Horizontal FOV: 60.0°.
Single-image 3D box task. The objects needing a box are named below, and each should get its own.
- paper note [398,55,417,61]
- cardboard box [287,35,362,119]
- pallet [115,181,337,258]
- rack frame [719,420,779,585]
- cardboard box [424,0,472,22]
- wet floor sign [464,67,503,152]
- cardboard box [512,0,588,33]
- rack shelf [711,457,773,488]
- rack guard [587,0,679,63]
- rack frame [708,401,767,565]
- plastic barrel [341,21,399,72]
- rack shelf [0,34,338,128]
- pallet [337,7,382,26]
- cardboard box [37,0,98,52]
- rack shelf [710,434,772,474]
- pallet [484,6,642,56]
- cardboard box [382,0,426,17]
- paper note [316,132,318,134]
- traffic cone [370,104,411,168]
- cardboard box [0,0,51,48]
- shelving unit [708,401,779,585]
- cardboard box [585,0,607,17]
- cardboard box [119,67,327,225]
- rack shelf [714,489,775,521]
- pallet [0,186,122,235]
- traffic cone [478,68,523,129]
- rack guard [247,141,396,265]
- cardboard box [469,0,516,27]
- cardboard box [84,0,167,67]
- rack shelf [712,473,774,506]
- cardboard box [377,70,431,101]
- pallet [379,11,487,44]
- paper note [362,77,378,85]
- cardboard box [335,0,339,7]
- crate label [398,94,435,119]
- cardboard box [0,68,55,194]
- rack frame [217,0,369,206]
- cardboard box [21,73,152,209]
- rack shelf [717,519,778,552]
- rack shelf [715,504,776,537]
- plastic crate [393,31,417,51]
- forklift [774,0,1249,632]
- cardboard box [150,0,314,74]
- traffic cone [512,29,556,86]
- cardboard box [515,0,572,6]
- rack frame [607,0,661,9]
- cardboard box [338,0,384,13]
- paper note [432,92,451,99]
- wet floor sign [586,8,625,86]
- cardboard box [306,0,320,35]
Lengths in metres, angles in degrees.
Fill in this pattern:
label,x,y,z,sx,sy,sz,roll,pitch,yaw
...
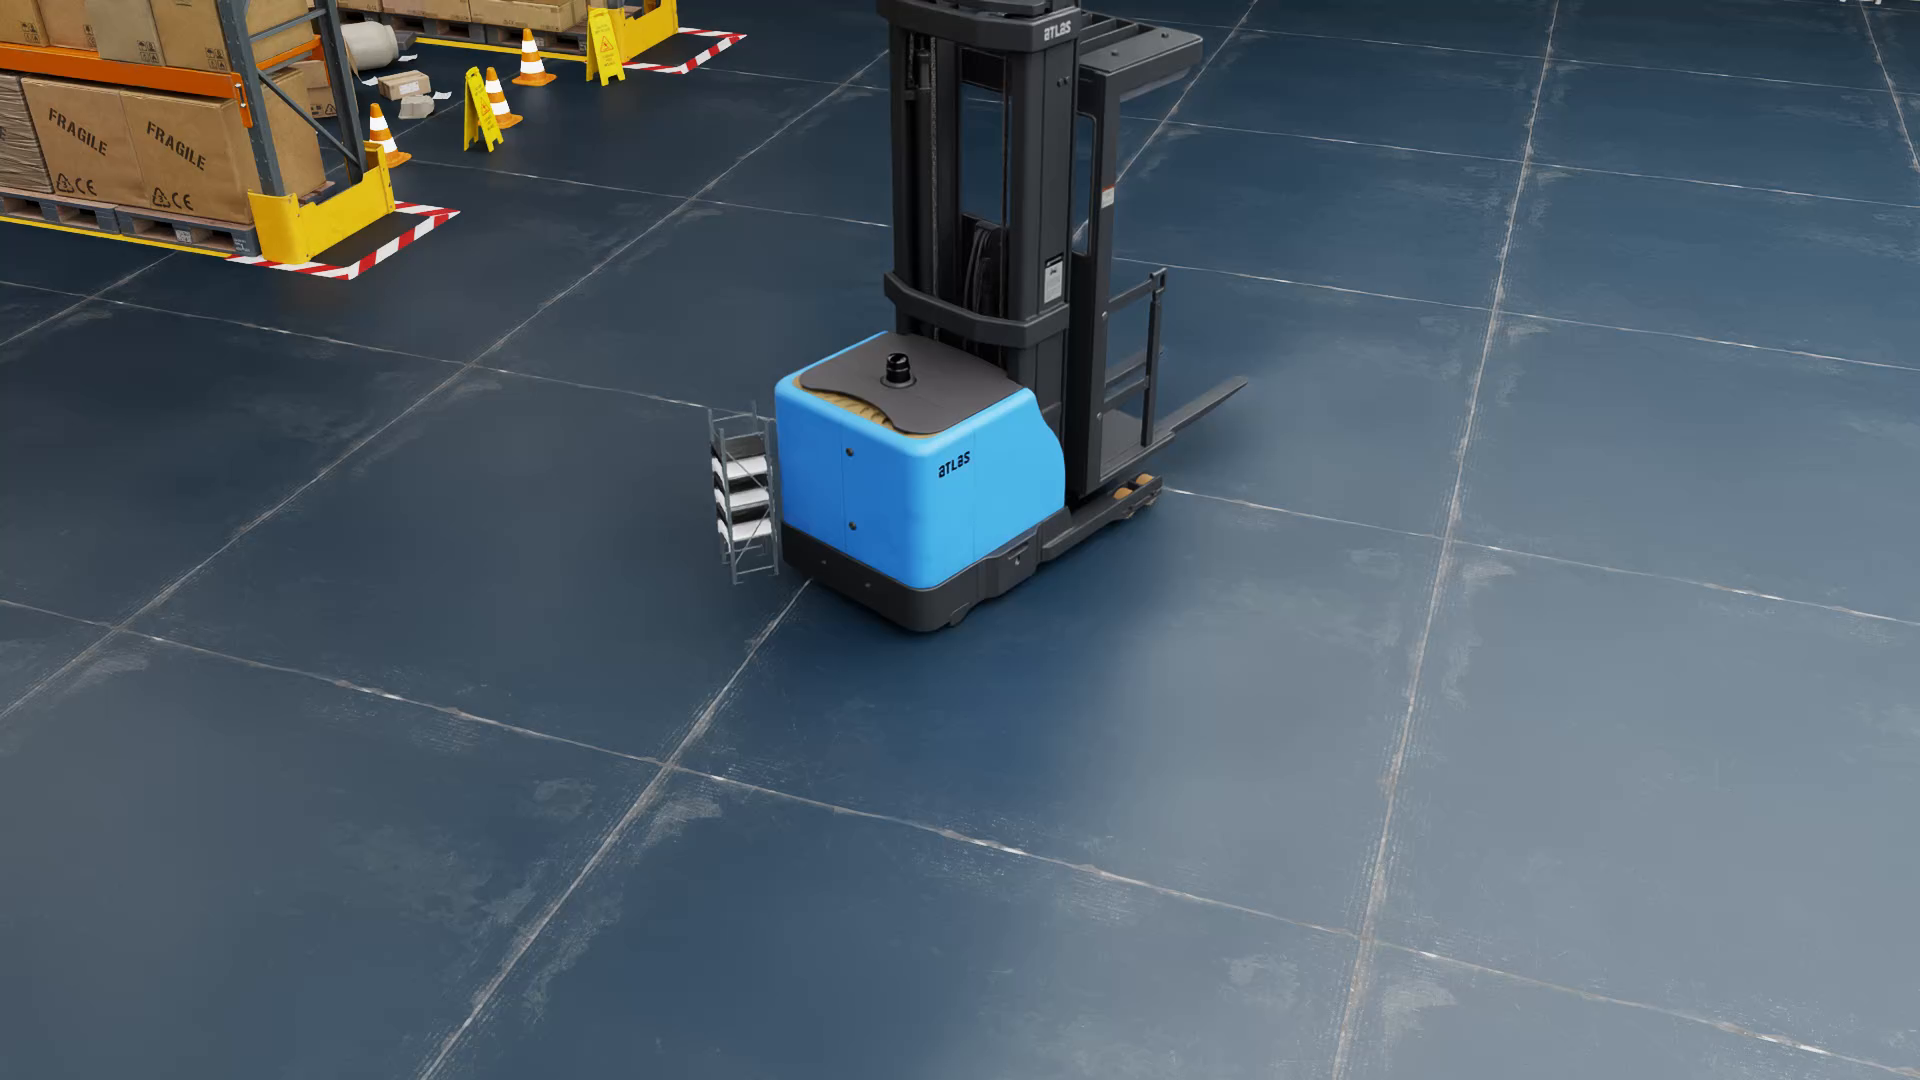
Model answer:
label,x,y,z,sx,sy,sz,roll,pitch,yaw
paper note,-5.260,-4.599,15.845,0.148,0.019,0.142,0,33,0
cardboard box,-5.587,-4.056,14.568,0.637,0.503,0.797,-11,35,-17
pallet,-5.433,-2.465,12.373,1.213,0.211,1.003,11,34,16
rack frame,-1.035,-0.175,8.191,0.240,0.900,0.006,-13,35,-19
cardboard box,-4.910,-5.299,16.340,0.500,0.250,0.500,10,34,15
wet floor sign,-3.959,-3.546,13.648,0.232,0.644,0.267,5,33,8
cardboard box,-3.953,-5.112,16.050,0.500,0.250,0.500,11,34,16
rack shelf,-1.074,-0.349,8.191,0.258,0.077,0.200,-13,35,-19
rack guard,-3.151,-5.040,16.095,0.348,0.500,1.175,11,34,16
rack frame,-1.113,-0.277,8.349,0.240,0.900,0.006,-13,35,-19
plastic barrel,-5.534,-4.598,15.482,0.512,0.421,0.421,-18,37,-25
rack shelf,-6.537,-3.594,12.214,4.000,0.370,1.077,11,34,16
pallet,-6.200,-5.532,17.123,1.213,0.211,1.003,11,34,16
cardboard box,-6.028,-3.894,11.877,0.550,0.550,0.875,11,34,16
rack shelf,-1.074,-0.425,8.142,0.258,0.077,0.200,-13,35,-19
pallet,-3.903,-5.085,16.431,1.213,0.211,1.003,11,34,16
cardboard box,-5.374,-5.396,16.489,0.500,0.250,0.500,11,34,16
paper note,-5.518,-3.428,14.033,0.142,0.017,0.144,24,40,32
traffic cone,-4.675,-3.286,13.413,0.334,0.463,0.336,11,34,16
cardboard box,-6.541,-3.970,11.995,0.500,0.550,0.875,11,34,16
shelving unit,-1.074,-0.226,8.270,0.258,0.900,0.210,-13,35,-19
cardboard box,-3.745,-5.386,16.474,0.500,0.250,0.500,11,34,16
cardboard box,-5.315,-2.904,12.054,0.875,0.875,0.875,11,35,17
rack shelf,-1.074,-0.198,8.288,0.258,0.077,0.200,-13,35,-19
pallet,-6.578,-2.689,12.720,1.213,0.211,1.003,11,34,16
traffic cone,-3.973,-3.801,14.211,0.334,0.463,0.336,11,34,16
rack guard,-4.631,-2.475,12.123,0.348,0.500,1.175,11,34,16
cardboard box,-4.416,-5.207,16.196,0.500,0.250,0.500,11,34,17
cardboard box,-5.544,-3.727,11.619,0.550,0.550,0.875,11,34,16
rack shelf,-1.074,-0.274,8.239,0.258,0.077,0.200,-13,35,-19
cardboard box,-4.994,-4.086,14.942,0.380,0.149,0.250,-25,40,-33
pallet,-5.048,-5.309,16.778,1.213,0.211,1.003,11,34,16
paper note,-5.389,-4.212,15.257,0.142,0.019,0.148,24,40,32
cardboard box,-6.380,-5.583,16.780,0.500,0.250,0.500,9,34,14
crate label,-4.734,-3.776,14.473,0.298,0.136,0.250,-6,33,-9
cardboard box,-7.001,-3.232,12.562,0.875,0.875,0.875,11,35,17
rack frame,-4.654,-3.530,11.452,0.127,3.000,1.000,11,34,16
cardboard box,-6.144,-3.064,12.302,0.875,0.875,0.875,10,34,16
rack shelf,-1.073,-0.047,8.386,0.258,0.077,0.200,-13,35,-19
rack shelf,-1.074,-0.122,8.337,0.258,0.077,0.200,-13,35,-19
plastic crate,-5.643,-4.875,16.227,0.583,0.080,0.402,0,33,0
forklift,0.451,-1.508,8.384,1.130,2.935,3.031,26,41,34
cardboard box,-5.018,-3.638,11.480,0.550,0.550,0.875,11,34,16
traffic cone,-3.919,-4.430,15.185,0.334,0.463,0.336,11,34,16
cardboard box,-3.921,-5.426,15.844,0.500,0.500,0.500,11,35,17
rack frame,-3.079,-6.076,15.395,0.127,3.000,1.000,11,34,16
cardboard box,-5.874,-5.491,16.638,0.500,0.250,0.500,13,35,19
paper note,-4.640,-3.985,14.894,0.142,0.019,0.148,0,33,0
wet floor sign,-3.261,-4.506,15.134,0.232,0.644,0.267,24,40,32
cardboard box,-6.295,-4.868,15.826,0.500,0.500,0.500,-18,37,-25
